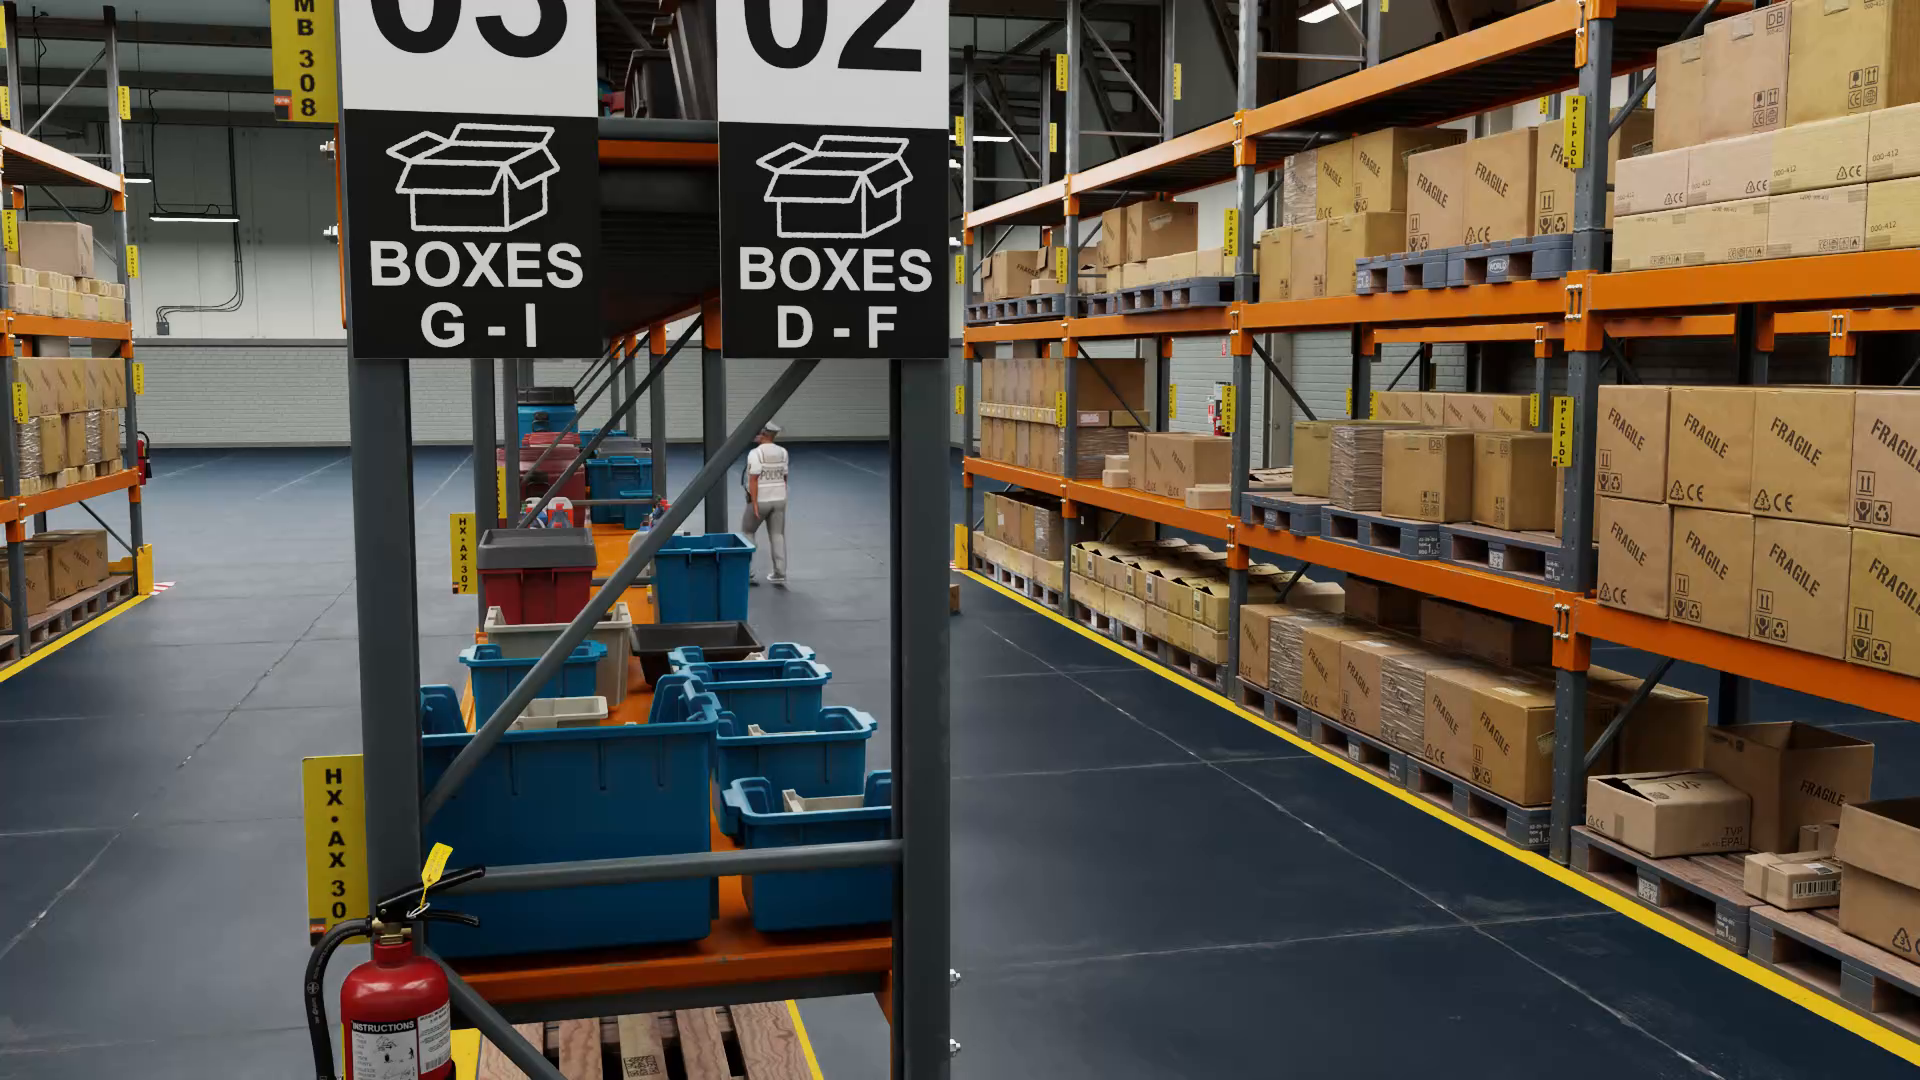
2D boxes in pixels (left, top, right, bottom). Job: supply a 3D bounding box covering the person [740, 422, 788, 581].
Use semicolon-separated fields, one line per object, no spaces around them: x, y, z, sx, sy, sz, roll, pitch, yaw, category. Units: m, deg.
-2.150;-0.387;18.192;0.533;1.840;0.652;-5;8;-37;person
